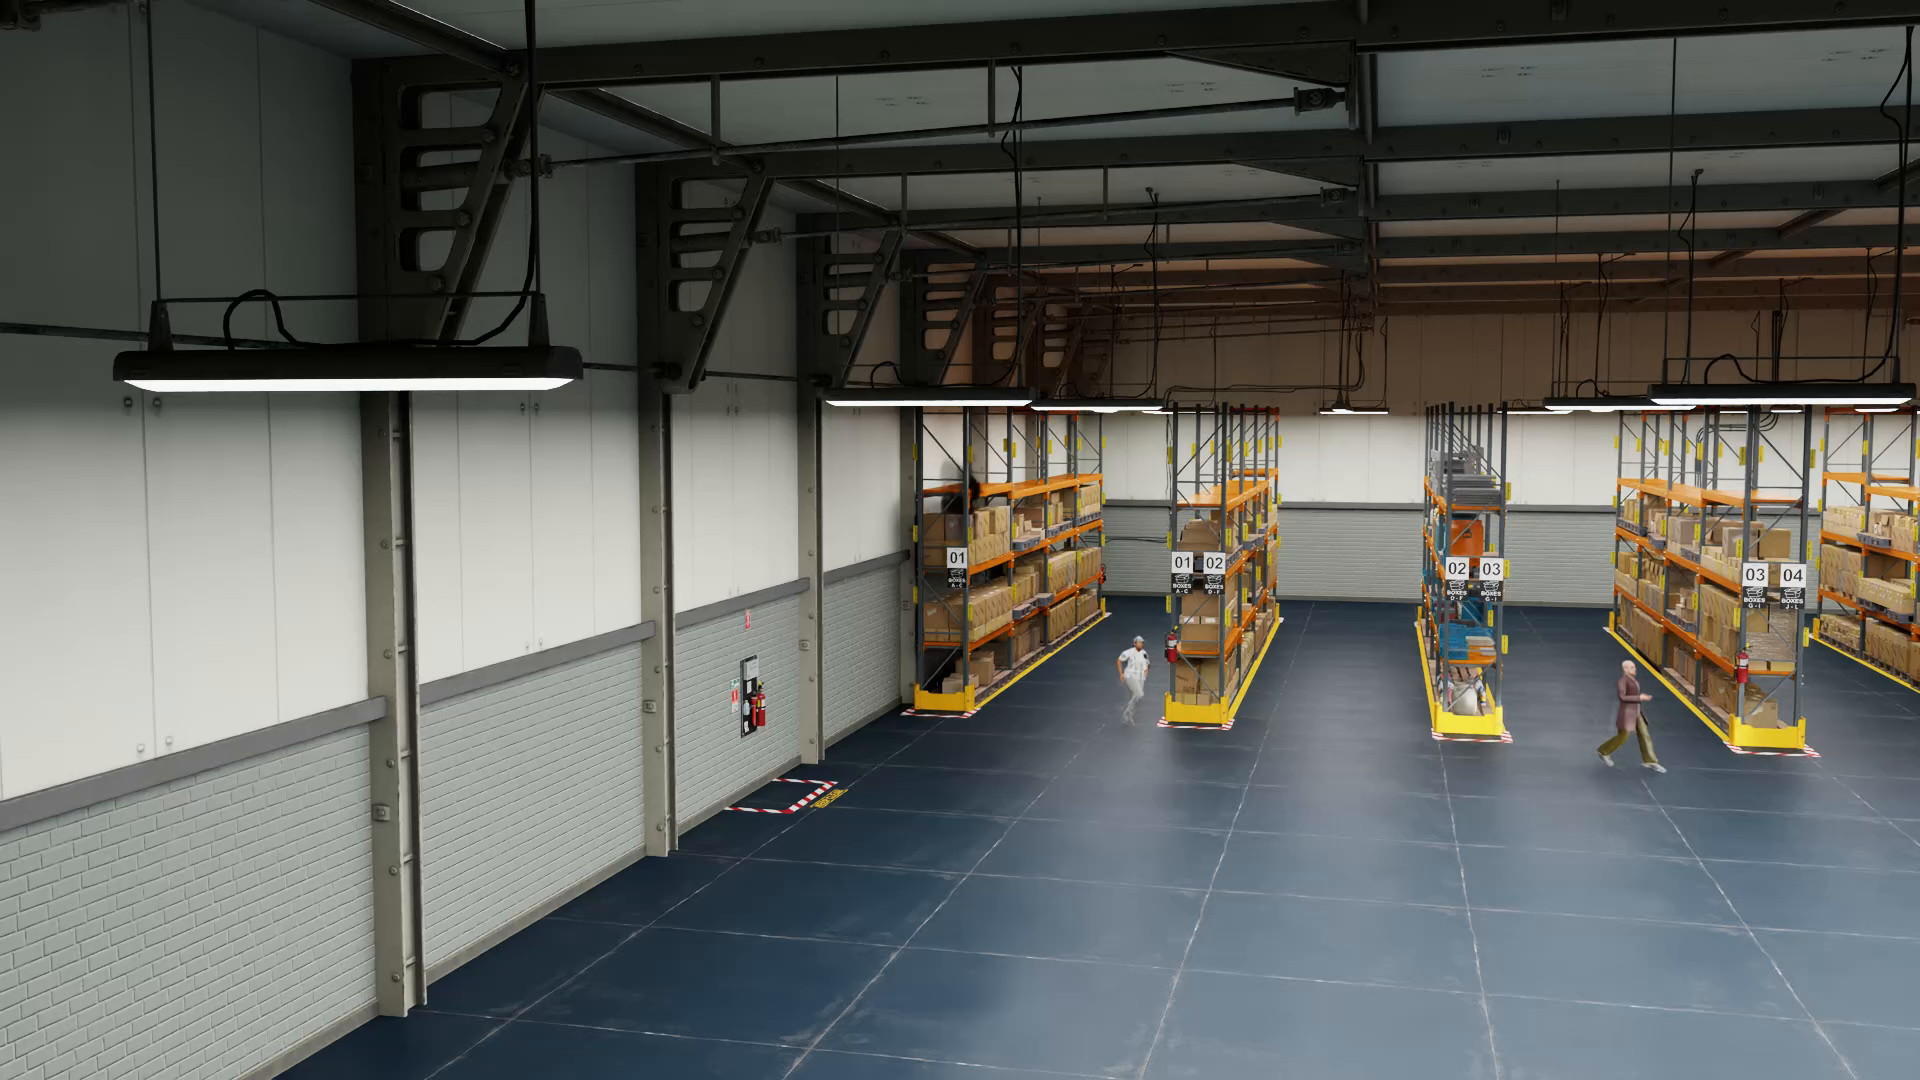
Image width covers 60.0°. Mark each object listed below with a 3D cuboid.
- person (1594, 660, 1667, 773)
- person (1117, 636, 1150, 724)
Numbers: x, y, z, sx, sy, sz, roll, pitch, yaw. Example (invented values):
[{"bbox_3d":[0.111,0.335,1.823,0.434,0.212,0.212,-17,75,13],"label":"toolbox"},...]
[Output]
[{"bbox_3d":[10.872,2.828,26.916,0.730,1.764,1.109,-4,6,-45],"label":"person"},{"bbox_3d":[3.310,2.608,31.013,0.591,1.620,0.610,-3,5,-32],"label":"person"}]
